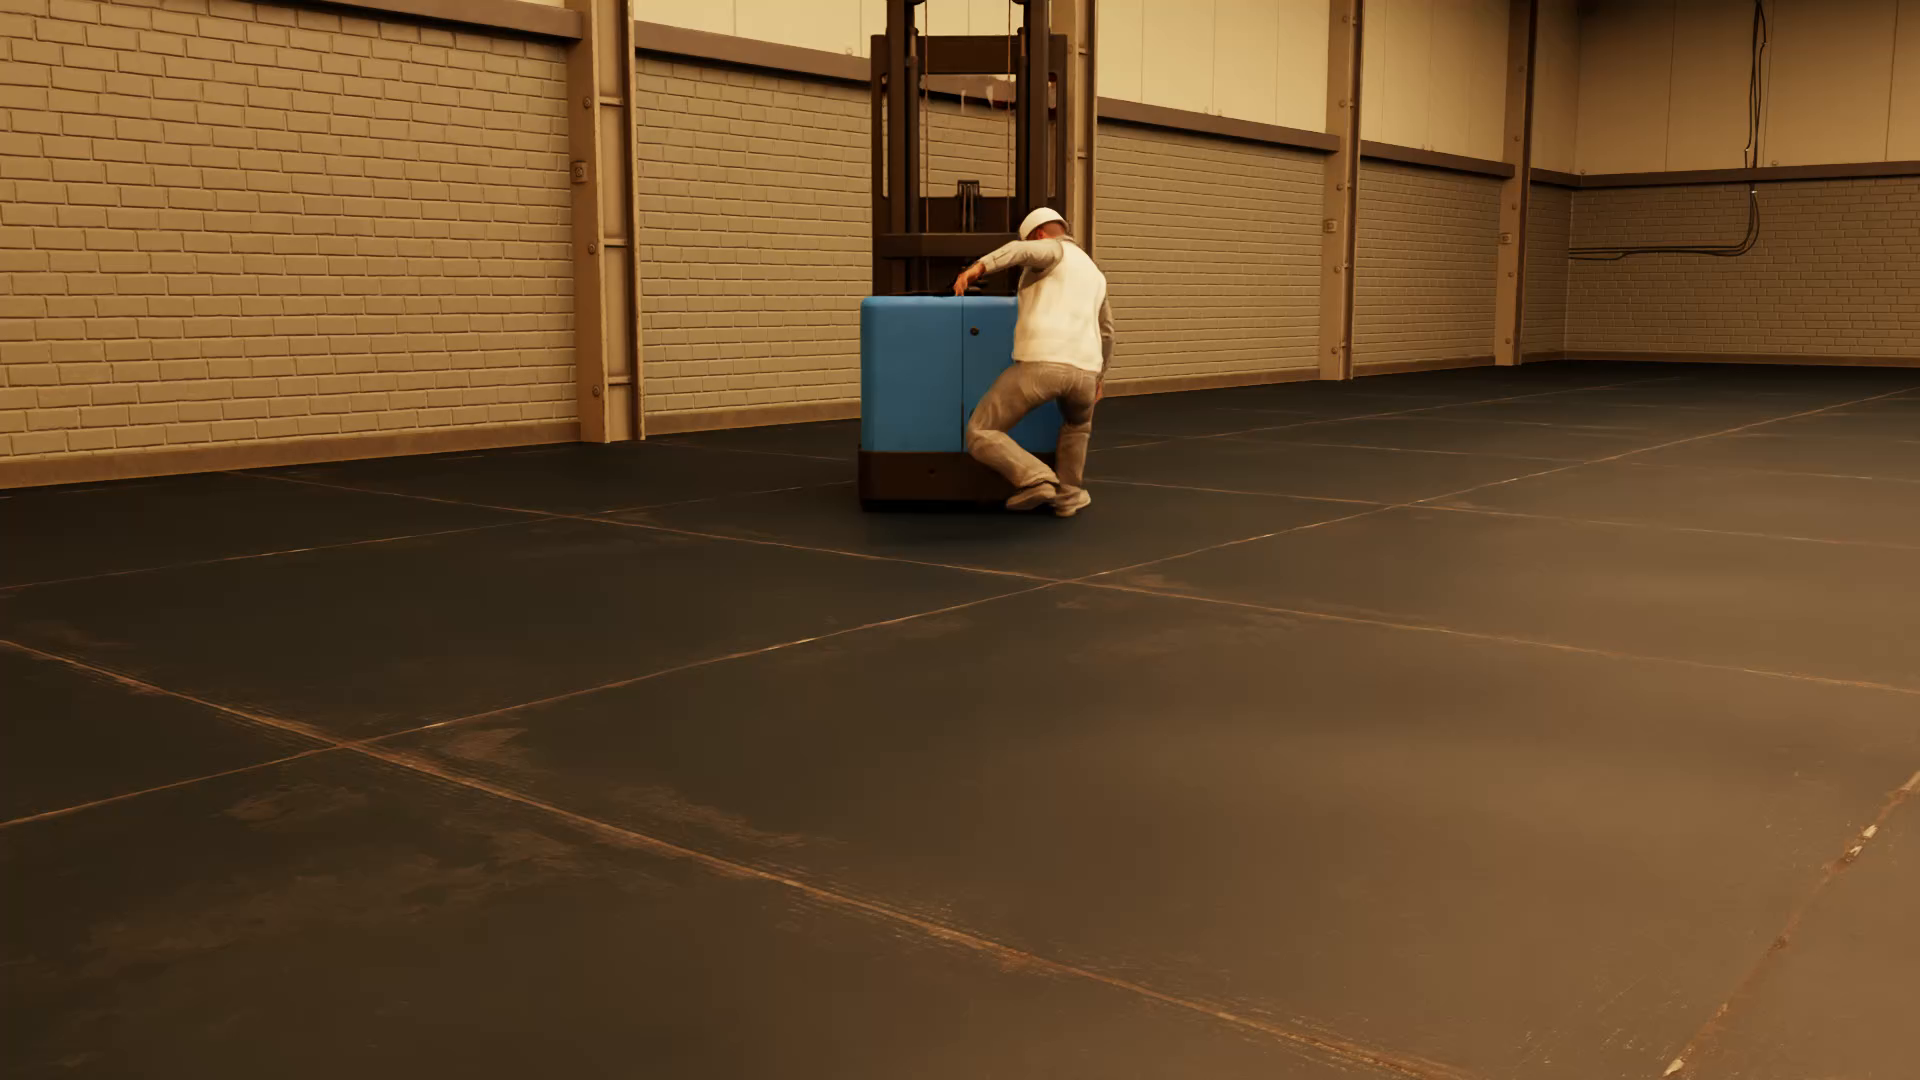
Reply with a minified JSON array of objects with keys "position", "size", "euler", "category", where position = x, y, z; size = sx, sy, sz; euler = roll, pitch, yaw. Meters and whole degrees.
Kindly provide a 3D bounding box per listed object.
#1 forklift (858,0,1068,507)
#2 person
[{"position":[0.059,-1.795,9.549],"size":[1.130,2.935,3.031],"euler":[0,8,2],"category":"forklift"},{"position":[0.367,-0.803,7.768],"size":[1.148,1.505,0.682],"euler":[-6,10,-35],"category":"person"}]
